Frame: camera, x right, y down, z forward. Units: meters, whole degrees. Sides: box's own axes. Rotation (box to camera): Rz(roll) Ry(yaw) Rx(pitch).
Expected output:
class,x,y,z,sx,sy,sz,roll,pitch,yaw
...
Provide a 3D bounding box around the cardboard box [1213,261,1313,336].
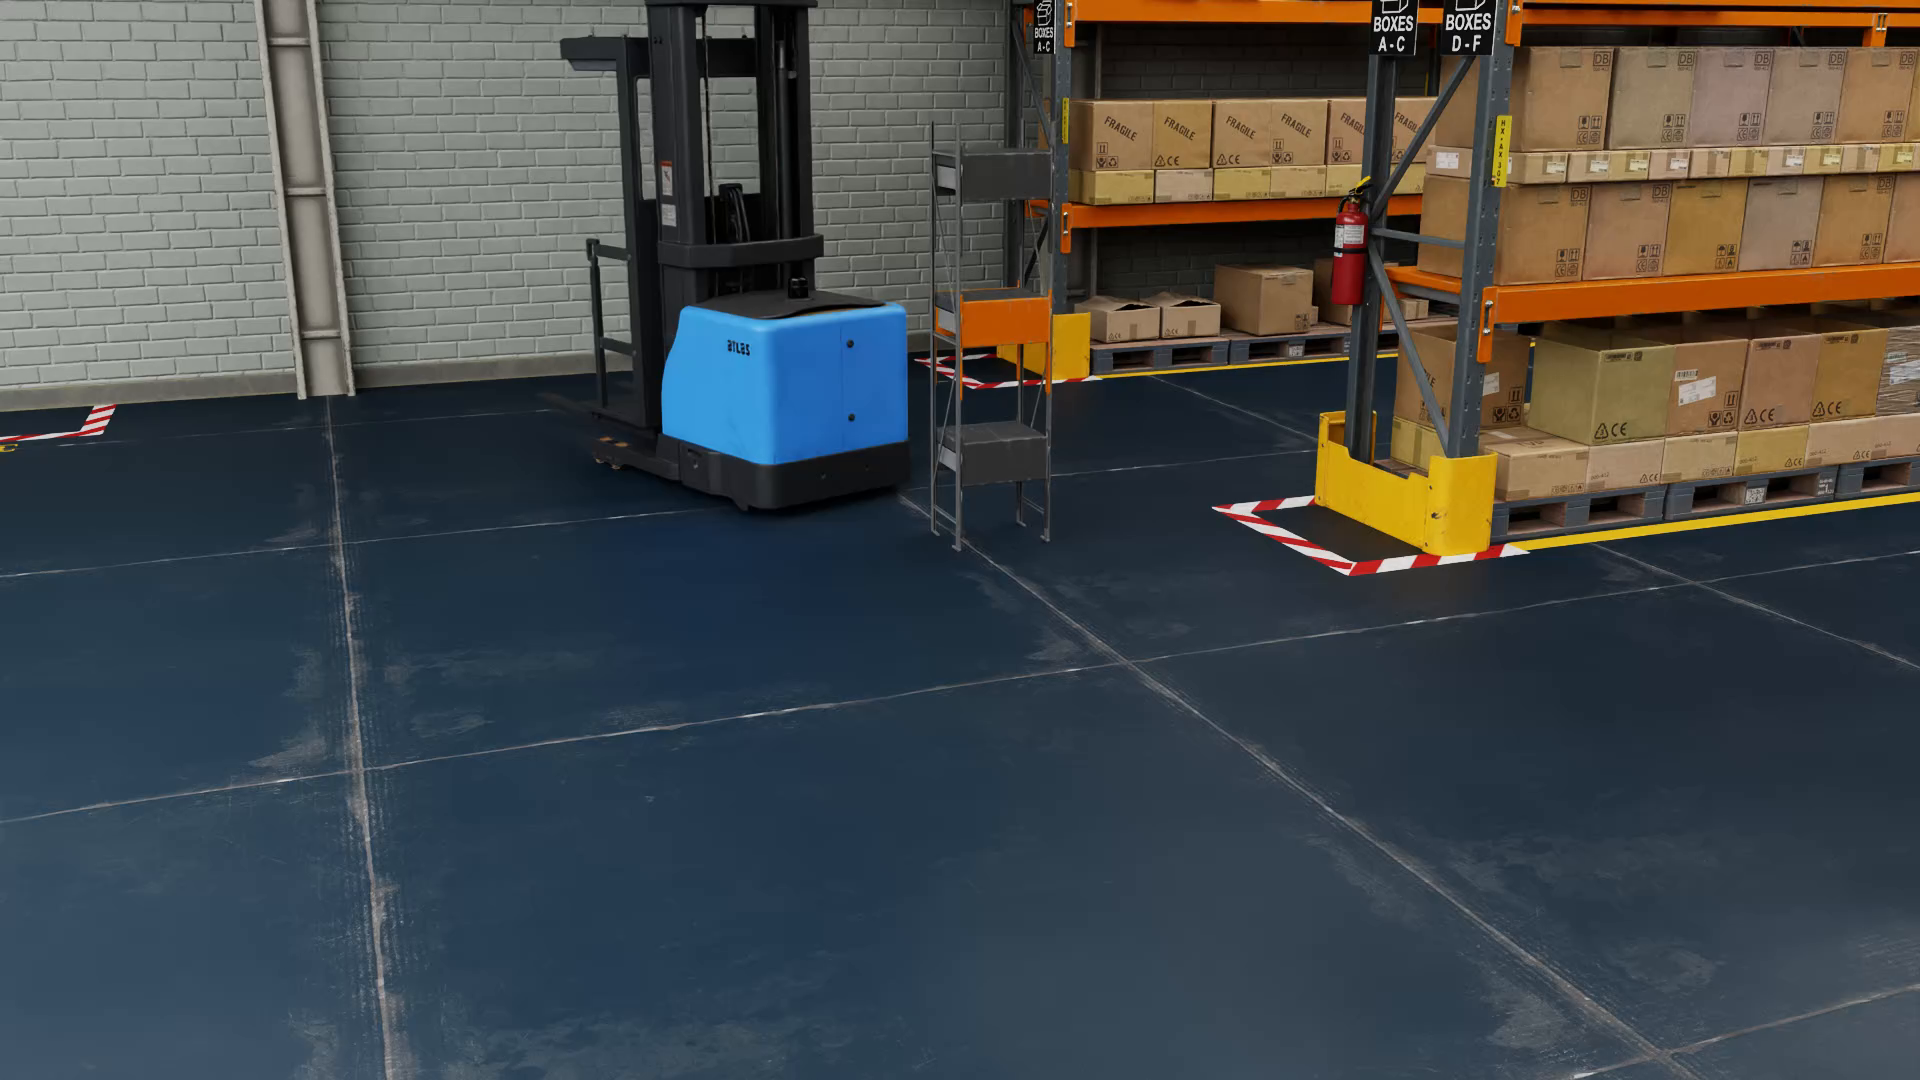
class,x,y,z,sx,sy,sz,roll,pitch,yaw
cardboard box,2.497,-2.004,13.756,0.500,0.500,0.700,-7,18,-24

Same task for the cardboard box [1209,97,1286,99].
class,x,y,z,sx,sy,sz,roll,pitch,yaw
cardboard box,2.372,-3.381,13.689,0.500,0.500,0.500,-6,17,-19

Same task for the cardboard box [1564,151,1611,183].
class,x,y,z,sx,sy,sz,roll,pitch,yaw
cardboard box,3.048,-1.895,8.398,0.250,0.149,0.380,-7,18,-22

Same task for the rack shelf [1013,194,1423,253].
class,x,y,z,sx,sy,sz,roll,pitch,yaw
rack shelf,2.451,-2.685,13.694,4.000,0.370,1.077,-6,17,-20

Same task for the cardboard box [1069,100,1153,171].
class,x,y,z,sx,sy,sz,roll,pitch,yaw
cardboard box,1.136,-3.095,12.713,0.500,0.500,0.500,-6,17,-20

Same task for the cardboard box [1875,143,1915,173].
class,x,y,z,sx,sy,sz,roll,pitch,yaw
cardboard box,4.966,-2.102,9.104,0.250,0.149,0.380,-6,17,-20

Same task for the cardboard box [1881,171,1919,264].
class,x,y,z,sx,sy,sz,roll,pitch,yaw
cardboard box,5.192,-1.875,9.483,0.500,0.500,0.700,-6,18,-21

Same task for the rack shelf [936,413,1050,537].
class,x,y,z,sx,sy,sz,roll,pitch,yaw
rack shelf,0.155,-0.339,8.560,0.480,0.518,0.431,-6,17,-20

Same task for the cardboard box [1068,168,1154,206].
class,x,y,z,sx,sy,sz,roll,pitch,yaw
cardboard box,1.152,-2.732,12.807,0.500,0.250,0.500,-7,18,-22

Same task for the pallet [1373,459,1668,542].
class,x,y,z,sx,sy,sz,roll,pitch,yaw
pallet,3.058,-0.276,9.162,1.213,0.211,1.003,-6,17,-20

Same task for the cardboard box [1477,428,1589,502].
class,x,y,z,sx,sy,sz,roll,pitch,yaw
cardboard box,2.939,-0.403,8.782,0.500,0.250,0.500,-6,17,-20

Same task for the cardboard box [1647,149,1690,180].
class,x,y,z,sx,sy,sz,roll,pitch,yaw
cardboard box,3.518,-1.944,8.567,0.250,0.149,0.380,-6,18,-21

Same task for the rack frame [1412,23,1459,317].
class,x,y,z,sx,sy,sz,roll,pitch,yaw
rack frame,4.318,-3.232,14.279,0.127,3.000,1.000,-6,17,-20

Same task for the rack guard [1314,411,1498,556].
class,x,y,z,sx,sy,sz,roll,pitch,yaw
rack guard,2.337,-0.324,8.813,0.348,0.500,1.175,-6,17,-20

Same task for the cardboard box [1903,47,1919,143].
class,x,y,z,sx,sy,sz,roll,pitch,yaw
cardboard box,5.211,-2.501,9.313,0.500,0.500,0.700,-6,17,-20

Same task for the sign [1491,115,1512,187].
class,x,y,z,sx,sy,sz,roll,pitch,yaw
sign,2.552,-1.832,7.836,0.005,0.325,0.100,-6,17,-20

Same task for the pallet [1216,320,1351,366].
class,x,y,z,sx,sy,sz,roll,pitch,yaw
pallet,2.563,-1.693,13.987,1.213,0.211,1.003,-6,17,-20

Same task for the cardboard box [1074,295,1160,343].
class,x,y,z,sx,sy,sz,roll,pitch,yaw
cardboard box,1.261,-1.795,13.380,0.500,0.311,0.500,-8,18,-26

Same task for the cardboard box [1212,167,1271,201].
class,x,y,z,sx,sy,sz,roll,pitch,yaw
cardboard box,2.110,-2.838,13.168,0.500,0.250,0.500,-6,18,-21

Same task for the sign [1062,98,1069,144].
class,x,y,z,sx,sy,sz,roll,pitch,yaw
sign,0.777,-3.101,12.298,0.005,0.325,0.100,-6,17,-20

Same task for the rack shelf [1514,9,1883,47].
class,x,y,z,sx,sy,sz,roll,pitch,yaw
rack shelf,6.186,-4.527,14.645,4.000,0.370,1.077,-6,17,-20

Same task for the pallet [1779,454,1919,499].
class,x,y,z,sx,sy,sz,roll,pitch,yaw
pallet,5.337,-0.522,10.000,1.213,0.211,1.003,-6,17,-20

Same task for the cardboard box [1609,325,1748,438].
class,x,y,z,sx,sy,sz,roll,pitch,yaw
cardboard box,3.868,-0.868,9.033,0.500,0.500,0.500,-6,17,-20

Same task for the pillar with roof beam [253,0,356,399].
class,x,y,z,sx,sy,sz,roll,pitch,yaw
pillar with roof beam,-3.135,-4.267,7.159,0.400,9.000,9.100,-6,17,-20

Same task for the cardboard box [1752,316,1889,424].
class,x,y,z,sx,sy,sz,roll,pitch,yaw
cardboard box,4.803,-0.968,9.373,0.500,0.500,0.500,-6,17,-20

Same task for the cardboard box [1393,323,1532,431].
class,x,y,z,sx,sy,sz,roll,pitch,yaw
cardboard box,2.753,-0.900,9.142,0.500,0.500,0.500,-6,17,-20

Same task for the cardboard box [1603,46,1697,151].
class,x,y,z,sx,sy,sz,roll,pitch,yaw
cardboard box,3.338,-2.299,8.624,0.500,0.500,0.700,-7,18,-22

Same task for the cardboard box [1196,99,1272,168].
class,x,y,z,sx,sy,sz,roll,pitch,yaw
cardboard box,2.086,-3.192,13.046,0.500,0.500,0.500,-7,18,-22

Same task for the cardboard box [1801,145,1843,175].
class,x,y,z,sx,sy,sz,roll,pitch,yaw
cardboard box,4.484,-2.049,8.923,0.250,0.149,0.380,-6,17,-18

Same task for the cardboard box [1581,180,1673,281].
class,x,y,z,sx,sy,sz,roll,pitch,yaw
cardboard box,3.288,-1.671,8.788,0.500,0.500,0.700,-6,17,-19

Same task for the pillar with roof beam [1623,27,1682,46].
class,x,y,z,sx,sy,sz,roll,pitch,yaw
pillar with roof beam,8.070,-5.477,11.279,0.400,9.000,9.100,-6,17,-20

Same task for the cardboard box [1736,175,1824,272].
class,x,y,z,sx,sy,sz,roll,pitch,yaw
cardboard box,4.244,-1.774,9.138,0.500,0.500,0.700,-6,17,-18

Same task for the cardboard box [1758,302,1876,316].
class,x,y,z,sx,sy,sz,roll,pitch,yaw
cardboard box,5.085,-1.154,10.007,0.500,0.500,0.500,-6,17,-20

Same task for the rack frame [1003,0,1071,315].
class,x,y,z,sx,sy,sz,roll,pitch,yaw
rack frame,0.583,-2.828,12.906,0.127,3.000,1.000,-6,17,-20

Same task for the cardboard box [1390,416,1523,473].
class,x,y,z,sx,sy,sz,roll,pitch,yaw
cardboard box,2.754,-0.539,9.246,0.500,0.250,0.500,-6,17,-20

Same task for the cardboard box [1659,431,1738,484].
class,x,y,z,sx,sy,sz,roll,pitch,yaw
cardboard box,3.872,-0.505,9.128,0.500,0.250,0.500,-6,17,-20

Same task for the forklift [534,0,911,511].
class,x,y,z,sx,sy,sz,roll,pitch,yaw
forklift,-1.620,-1.911,9.903,1.130,2.935,3.031,-14,21,-39

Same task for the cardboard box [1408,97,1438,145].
class,x,y,z,sx,sy,sz,roll,pitch,yaw
cardboard box,3.987,-3.400,13.752,0.500,0.500,0.500,-6,17,-20

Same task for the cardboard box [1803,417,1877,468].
class,x,y,z,sx,sy,sz,roll,pitch,yaw
cardboard box,4.807,-0.604,9.468,0.500,0.250,0.500,-6,17,-20

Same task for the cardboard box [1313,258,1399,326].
class,x,y,z,sx,sy,sz,roll,pitch,yaw
cardboard box,3.363,-2.128,14.177,0.500,0.500,0.500,-8,18,-24

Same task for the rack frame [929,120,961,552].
class,x,y,z,sx,sy,sz,roll,pitch,yaw
rack frame,-0.073,-1.000,8.275,0.015,2.100,0.400,-6,17,-20

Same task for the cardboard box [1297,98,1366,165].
class,x,y,z,sx,sy,sz,roll,pitch,yaw
cardboard box,3.049,-3.300,13.413,0.500,0.500,0.500,-7,18,-22

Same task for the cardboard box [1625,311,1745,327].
class,x,y,z,sx,sy,sz,roll,pitch,yaw
cardboard box,4.149,-1.054,9.669,0.500,0.500,0.500,-6,17,-20

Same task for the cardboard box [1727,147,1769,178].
class,x,y,z,sx,sy,sz,roll,pitch,yaw
cardboard box,4.004,-1.998,8.749,0.250,0.149,0.380,-6,18,-21

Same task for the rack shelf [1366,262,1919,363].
class,x,y,z,sx,sy,sz,roll,pitch,yaw
rack shelf,4.227,-1.382,9.257,4.000,0.370,1.077,-6,17,-20

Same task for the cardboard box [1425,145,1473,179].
class,x,y,z,sx,sy,sz,roll,pitch,yaw
cardboard box,2.648,-1.973,8.665,0.250,0.149,0.380,-6,18,-21

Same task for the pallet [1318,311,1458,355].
class,x,y,z,sx,sy,sz,roll,pitch,yaw
pallet,3.704,-1.817,14.410,1.213,0.211,1.003,-6,17,-20

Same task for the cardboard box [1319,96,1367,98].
class,x,y,z,sx,sy,sz,roll,pitch,yaw
cardboard box,3.320,-3.485,14.043,0.500,0.500,0.500,-6,17,-20

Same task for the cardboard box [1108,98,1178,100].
class,x,y,z,sx,sy,sz,roll,pitch,yaw
cardboard box,1.421,-3.277,13.335,0.500,0.500,0.500,-6,17,-19

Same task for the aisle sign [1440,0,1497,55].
class,x,y,z,sx,sy,sz,roll,pitch,yaw
aisle sign,2.407,-2.685,7.806,0.004,0.787,0.394,-6,17,-20

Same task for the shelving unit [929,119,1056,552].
class,x,y,z,sx,sy,sz,roll,pitch,yaw
shelving unit,0.155,-1.024,8.359,0.503,2.100,0.431,-6,17,-20

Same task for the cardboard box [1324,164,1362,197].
class,x,y,z,sx,sy,sz,roll,pitch,yaw
cardboard box,3.052,-2.939,13.513,0.500,0.250,0.500,-6,17,-20

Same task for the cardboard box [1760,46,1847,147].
class,x,y,z,sx,sy,sz,roll,pitch,yaw
cardboard box,4.276,-2.401,8.970,0.500,0.500,0.700,-6,17,-20
